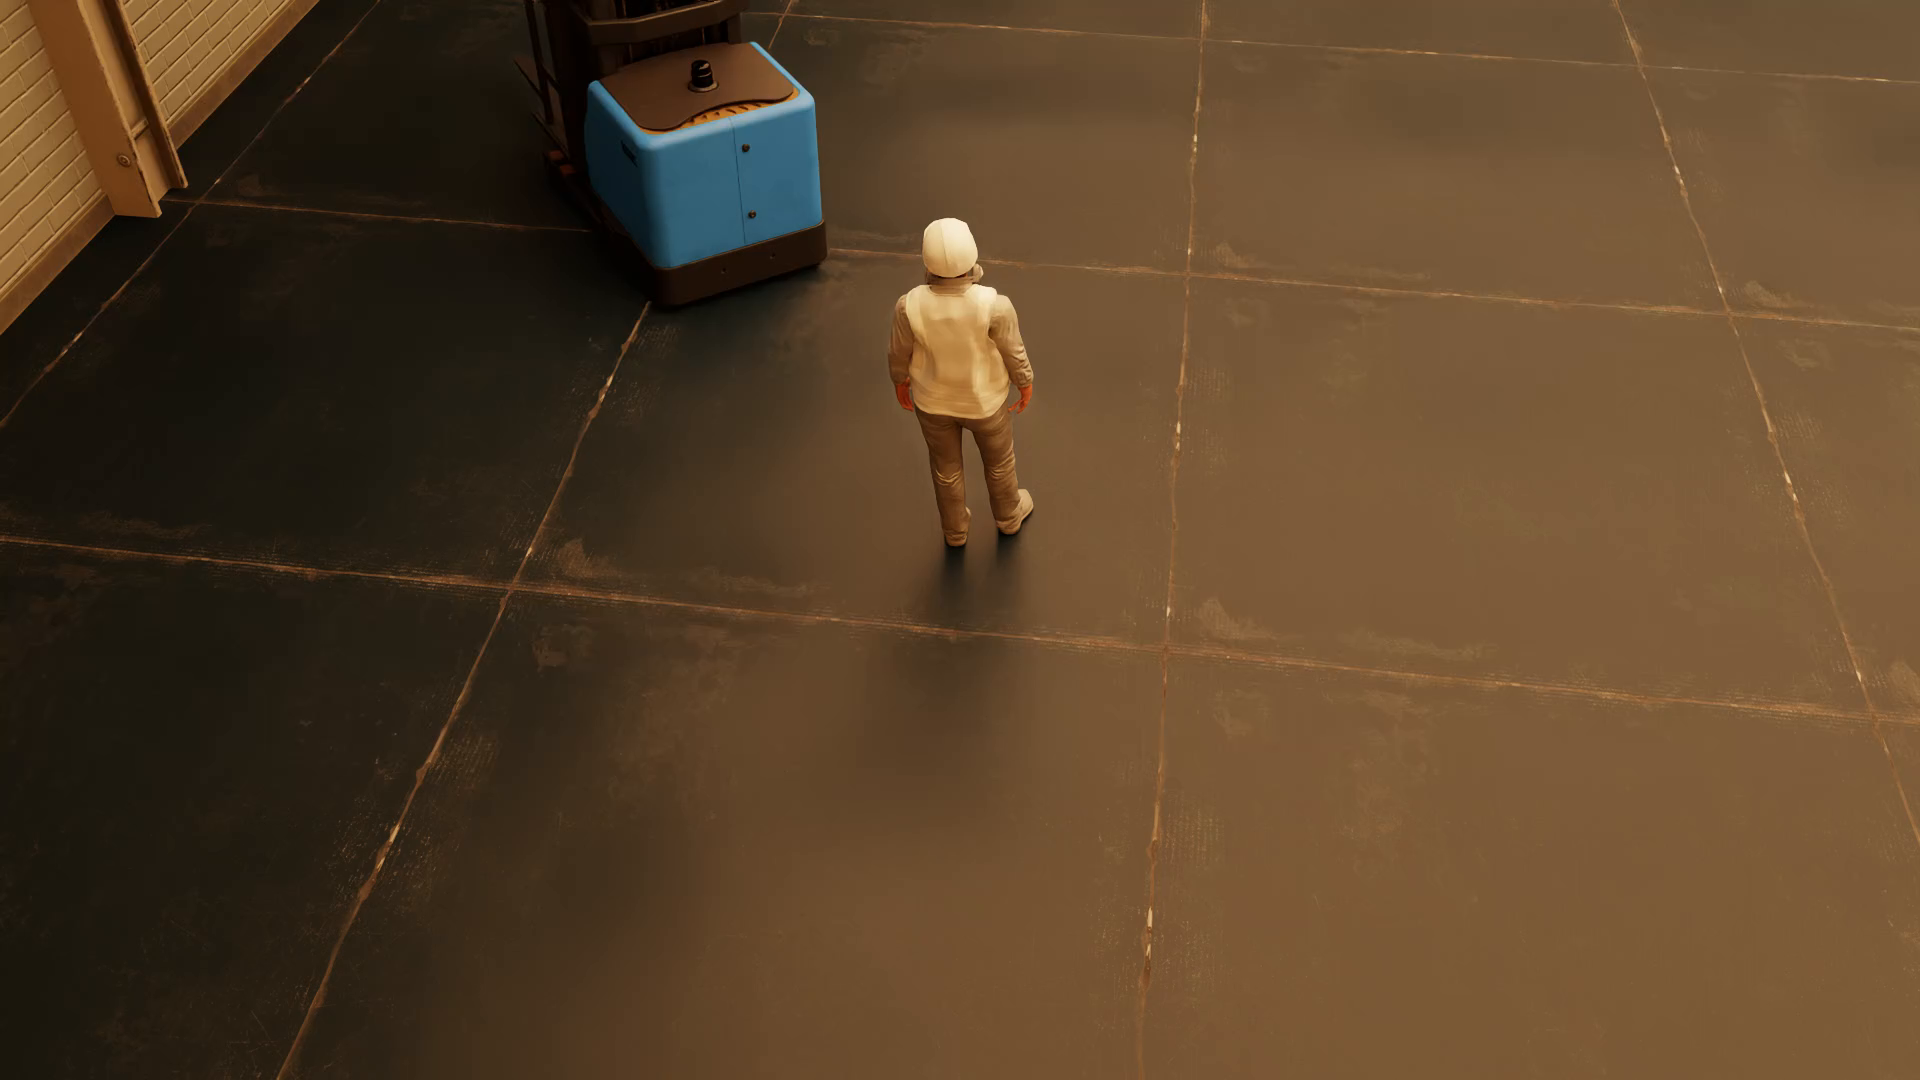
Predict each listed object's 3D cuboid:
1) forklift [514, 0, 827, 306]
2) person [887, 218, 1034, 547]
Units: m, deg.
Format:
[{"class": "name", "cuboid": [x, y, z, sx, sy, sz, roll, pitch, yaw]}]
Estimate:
[{"class": "forklift", "cuboid": [-1.929, -3.359, 9.380, 1.130, 2.935, 3.031, -21, 47, -21]}, {"class": "person", "cuboid": [0.016, -0.700, 7.331, 0.634, 1.775, 0.566, 5, 43, 6]}]
